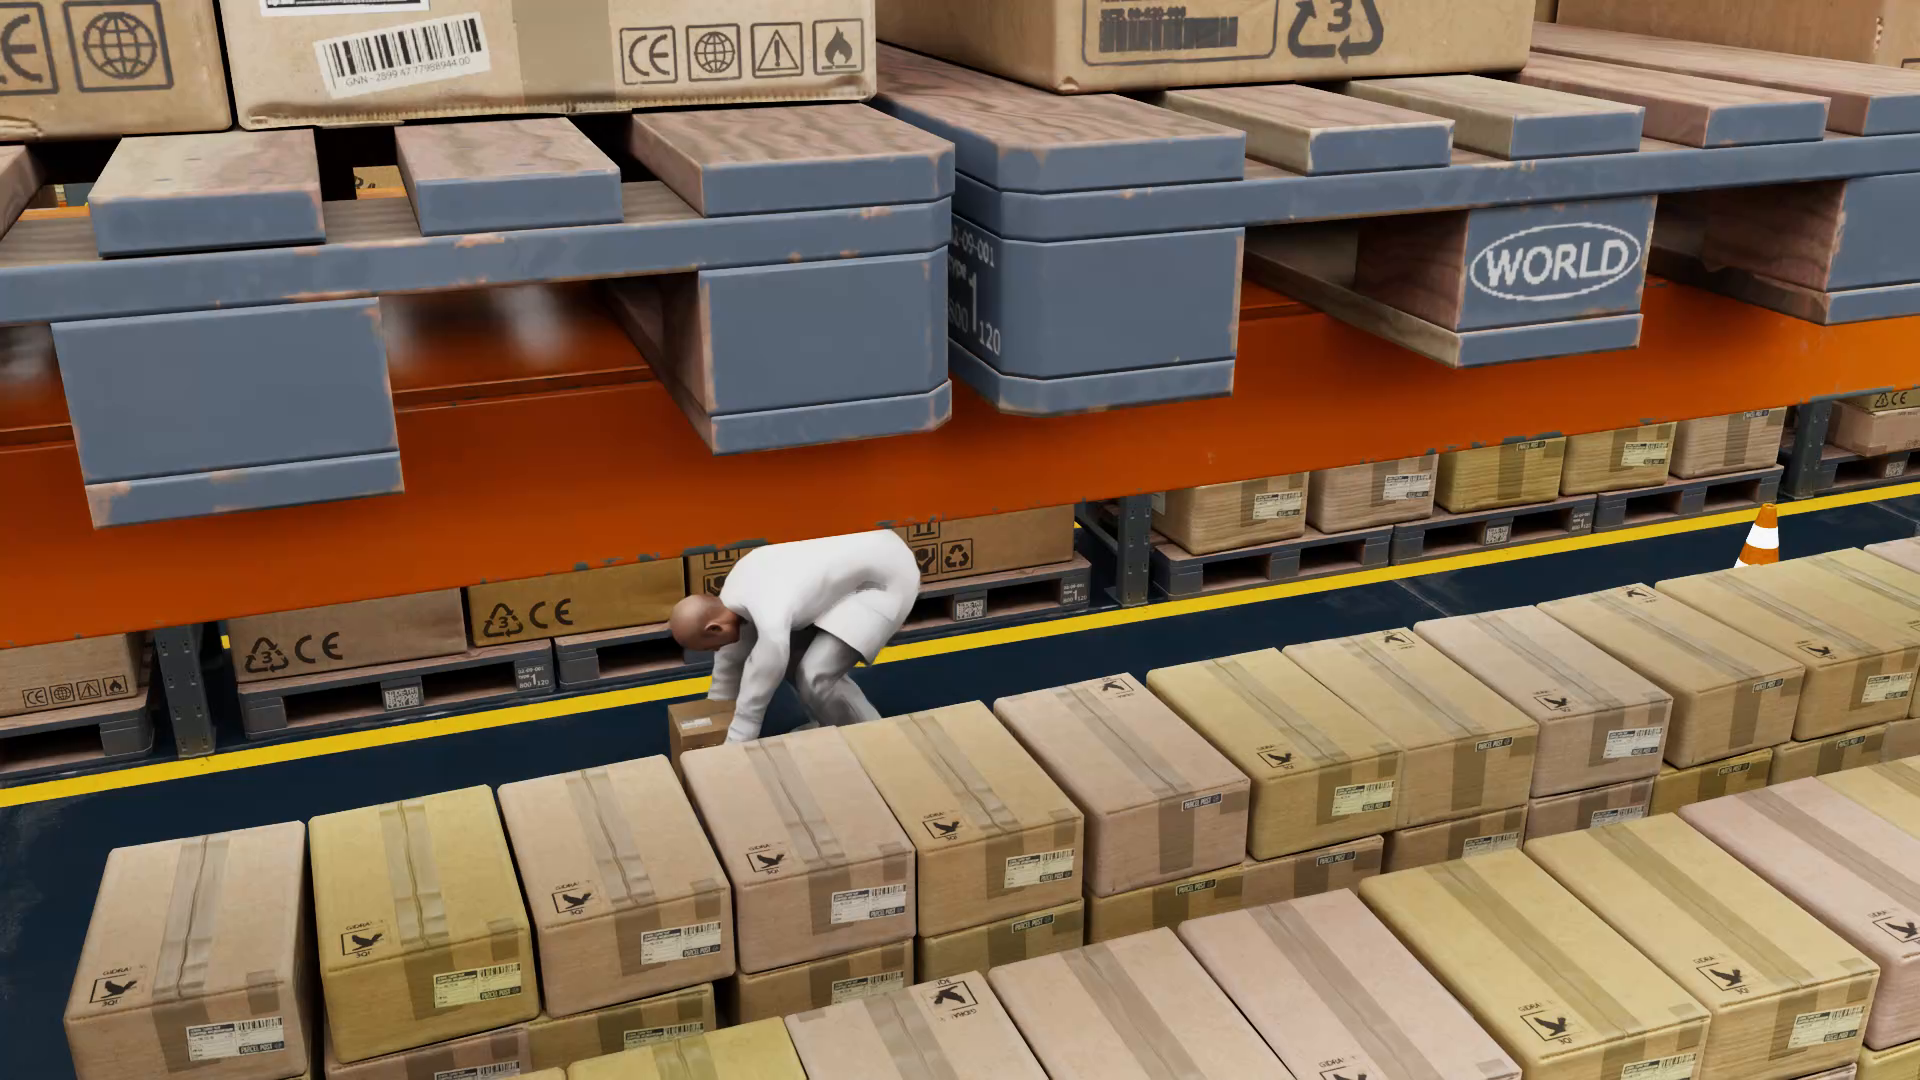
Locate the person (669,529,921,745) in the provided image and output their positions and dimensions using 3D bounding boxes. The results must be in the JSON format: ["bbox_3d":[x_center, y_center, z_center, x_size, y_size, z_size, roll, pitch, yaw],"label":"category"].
[{"bbox_3d":[-0.602,0.412,6.171,0.944,0.966,0.594,-9,24,-22],"label":"person"}]
